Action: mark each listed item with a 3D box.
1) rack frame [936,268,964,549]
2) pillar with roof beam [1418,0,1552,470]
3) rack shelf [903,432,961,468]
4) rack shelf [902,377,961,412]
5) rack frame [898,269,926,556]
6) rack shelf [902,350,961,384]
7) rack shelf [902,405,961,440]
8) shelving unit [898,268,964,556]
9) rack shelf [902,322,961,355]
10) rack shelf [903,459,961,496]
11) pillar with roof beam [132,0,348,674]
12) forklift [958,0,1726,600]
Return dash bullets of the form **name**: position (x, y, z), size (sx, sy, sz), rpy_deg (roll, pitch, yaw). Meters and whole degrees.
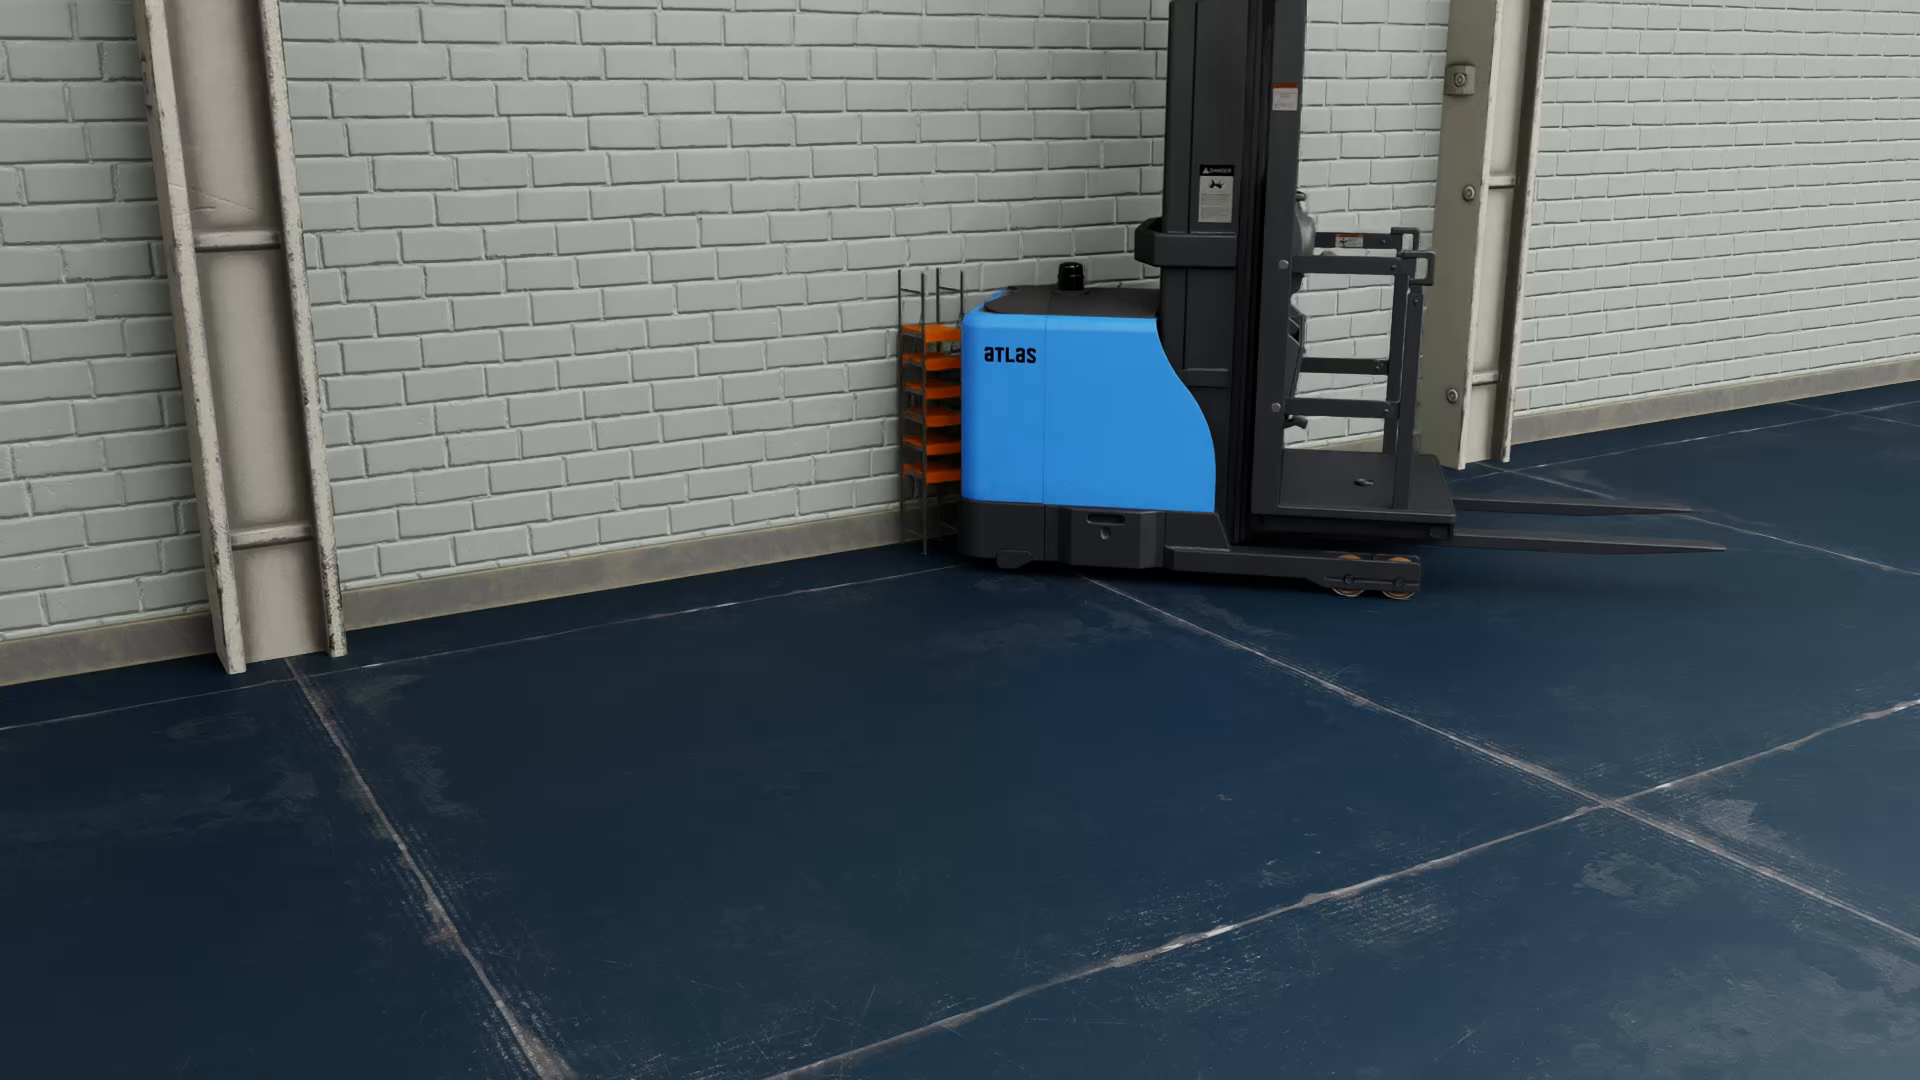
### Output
- **rack frame**: position (-0.042, -0.560, 7.170), size (0.006, 1.200, 0.240), rpy_deg (-7, 16, -27)
- **pillar with roof beam**: position (4.921, -3.769, 4.183), size (0.400, 9.000, 9.100), rpy_deg (-9, 18, -30)
- **rack shelf**: position (-0.123, -0.390, 7.167), size (0.180, 0.103, 0.258), rpy_deg (-7, 16, -27)
- **rack shelf**: position (-0.123, -0.623, 7.110), size (0.180, 0.103, 0.258), rpy_deg (-7, 16, -27)
- **rack frame**: position (-0.204, -0.539, 7.086), size (0.006, 1.200, 0.240), rpy_deg (-7, 16, -27)
- **rack shelf**: position (-0.123, -0.739, 7.081), size (0.180, 0.103, 0.258), rpy_deg (-7, 16, -27)
- **rack shelf**: position (-0.123, -0.506, 7.139), size (0.180, 0.103, 0.258), rpy_deg (-7, 16, -27)
- **shelving unit**: position (-0.123, -0.549, 7.128), size (0.189, 1.200, 0.258), rpy_deg (-7, 16, -27)
- **rack shelf**: position (-0.124, -0.856, 7.053), size (0.180, 0.103, 0.258), rpy_deg (-7, 16, -27)
- **rack shelf**: position (-0.123, -0.273, 7.196), size (0.180, 0.103, 0.258), rpy_deg (-7, 16, -27)
- **pillar with roof beam**: position (-0.222, -2.935, 1.207), size (0.400, 9.000, 9.100), rpy_deg (-9, 18, -30)
- **forklift**: position (1.562, -1.332, 6.730), size (3.031, 2.935, 1.130), rpy_deg (3, 16, 11)
